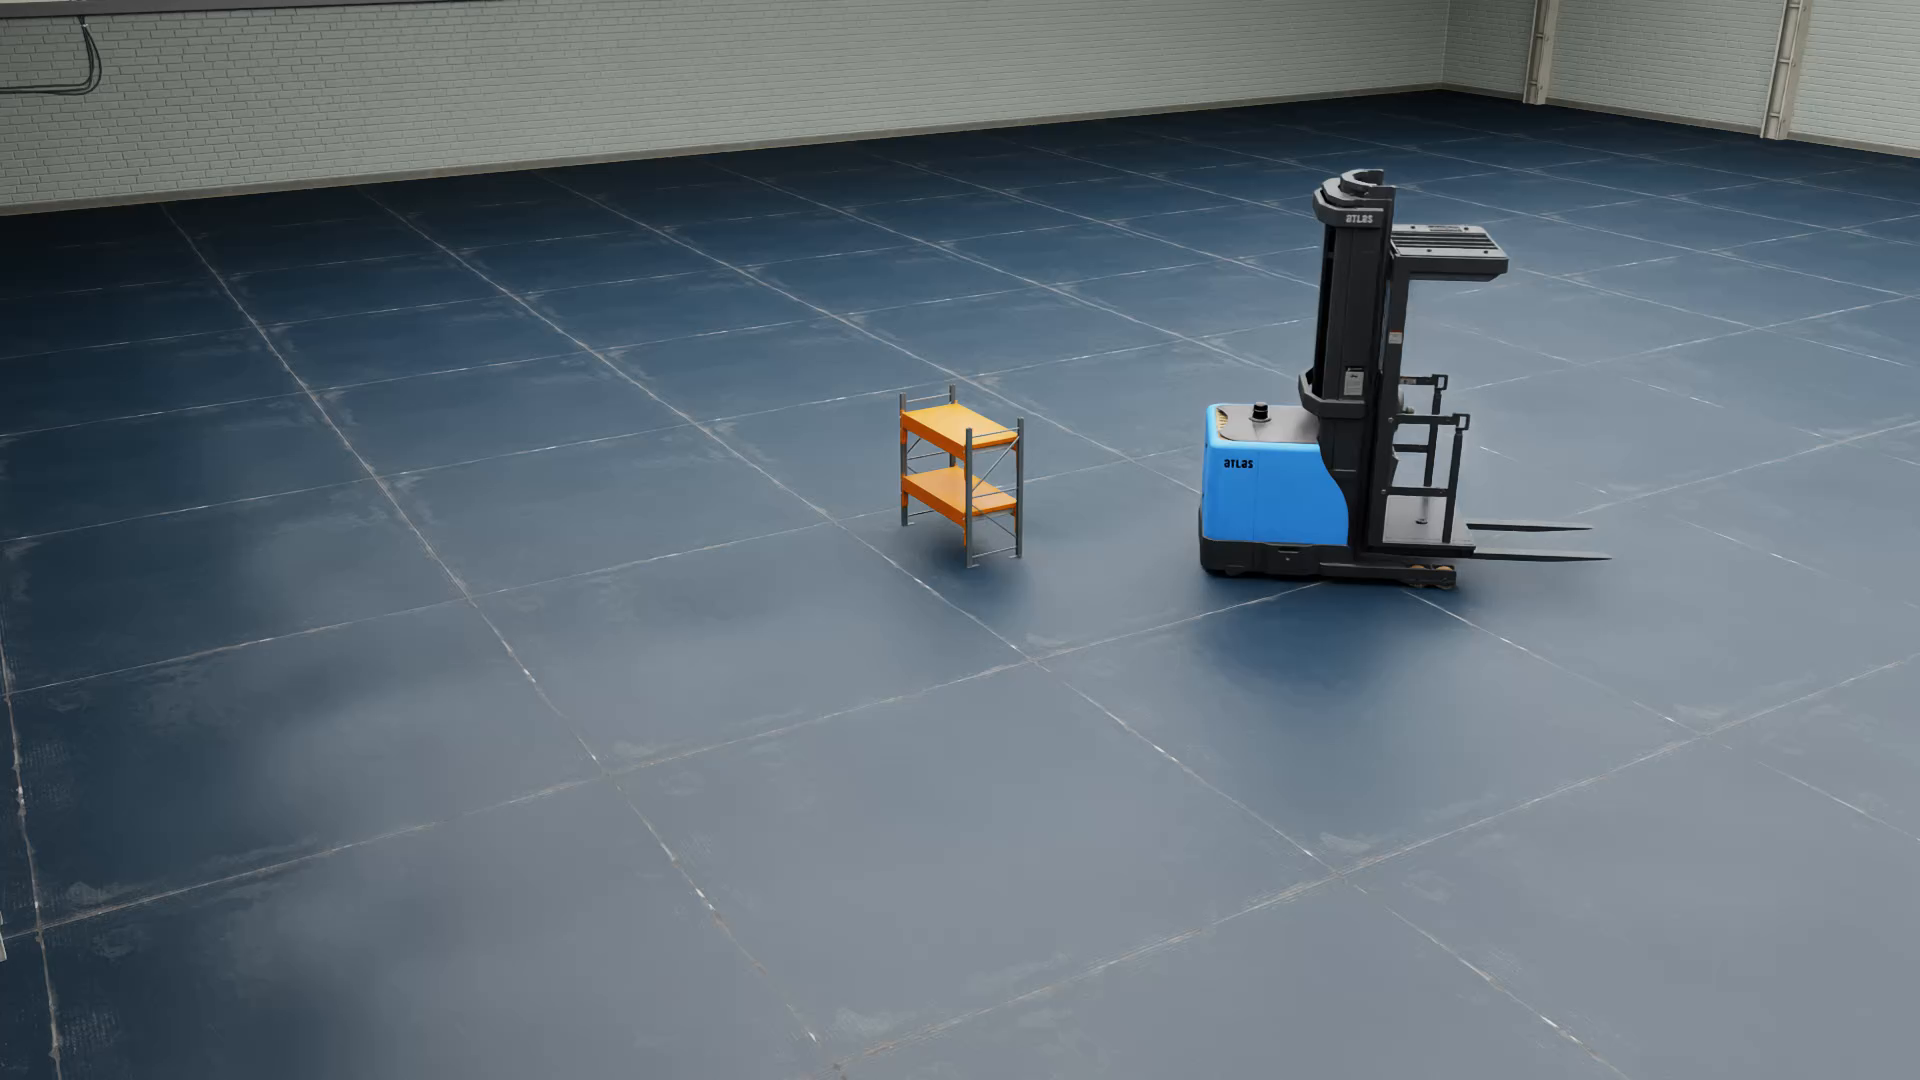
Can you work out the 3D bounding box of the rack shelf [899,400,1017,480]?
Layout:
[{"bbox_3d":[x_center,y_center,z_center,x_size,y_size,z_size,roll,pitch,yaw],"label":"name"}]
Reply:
[{"bbox_3d":[0.003,-0.790,12.951,0.538,0.278,1.000,-13,25,-28],"label":"rack shelf"}]

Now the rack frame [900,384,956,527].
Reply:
[{"bbox_3d":[-0.256,-0.683,13.466,0.500,1.125,0.032,-13,25,-28],"label":"rack frame"}]

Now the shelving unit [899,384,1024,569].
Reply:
[{"bbox_3d":[0.003,-0.519,13.061,0.538,1.125,1.048,-13,25,-28],"label":"shelving unit"}]

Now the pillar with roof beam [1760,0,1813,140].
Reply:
[{"bbox_3d":[12.318,-11.251,29.008,9.100,9.000,0.400,-13,25,-28],"label":"pillar with roof beam"}]

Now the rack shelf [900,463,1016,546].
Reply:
[{"bbox_3d":[0.003,-0.292,13.154,0.538,0.278,1.000,-13,25,-28],"label":"rack shelf"}]

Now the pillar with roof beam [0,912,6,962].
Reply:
[{"bbox_3d":[-1.231,-2.964,8.619,9.100,9.000,0.400,-13,25,-28],"label":"pillar with roof beam"}]

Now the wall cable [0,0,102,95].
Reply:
[{"bbox_3d":[-14.495,-7.732,24.474,3.097,2.526,0.112,-13,25,-28],"label":"wall cable"}]

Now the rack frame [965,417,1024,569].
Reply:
[{"bbox_3d":[0.263,-0.354,12.657,0.500,1.125,0.032,-13,25,-28],"label":"rack frame"}]

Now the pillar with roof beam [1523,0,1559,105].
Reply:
[{"bbox_3d":[9.253,-13.193,33.787,9.100,9.000,0.400,-13,25,-28],"label":"pillar with roof beam"}]

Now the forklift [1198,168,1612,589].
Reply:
[{"bbox_3d":[3.381,-1.204,12.349,3.031,2.935,1.130,2,22,6],"label":"forklift"}]
